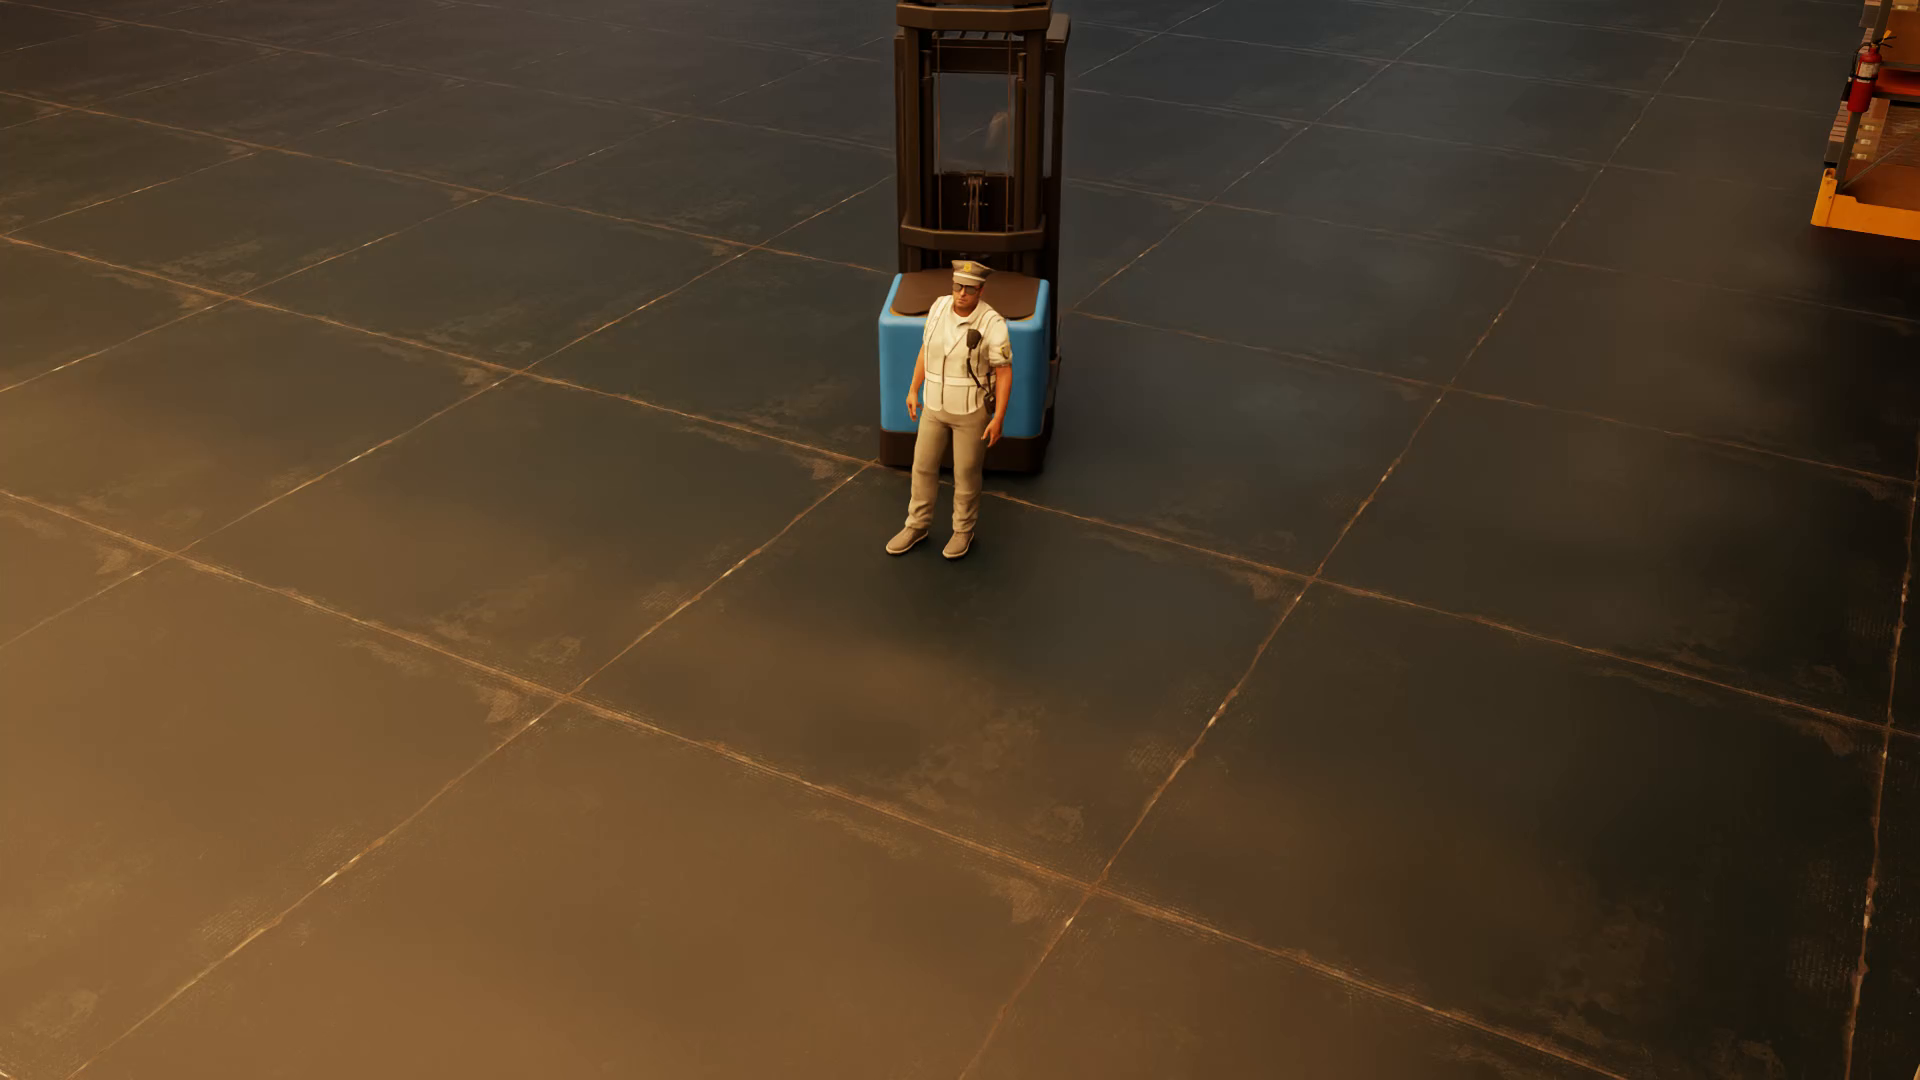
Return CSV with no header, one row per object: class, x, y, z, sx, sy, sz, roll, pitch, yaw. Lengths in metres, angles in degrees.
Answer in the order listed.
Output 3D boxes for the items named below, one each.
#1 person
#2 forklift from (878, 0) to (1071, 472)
person,-0.050,-0.737,9.499,0.638,1.772,0.569,16,33,25
forklift,0.152,-2.417,11.259,1.130,2.935,3.031,3,30,5
